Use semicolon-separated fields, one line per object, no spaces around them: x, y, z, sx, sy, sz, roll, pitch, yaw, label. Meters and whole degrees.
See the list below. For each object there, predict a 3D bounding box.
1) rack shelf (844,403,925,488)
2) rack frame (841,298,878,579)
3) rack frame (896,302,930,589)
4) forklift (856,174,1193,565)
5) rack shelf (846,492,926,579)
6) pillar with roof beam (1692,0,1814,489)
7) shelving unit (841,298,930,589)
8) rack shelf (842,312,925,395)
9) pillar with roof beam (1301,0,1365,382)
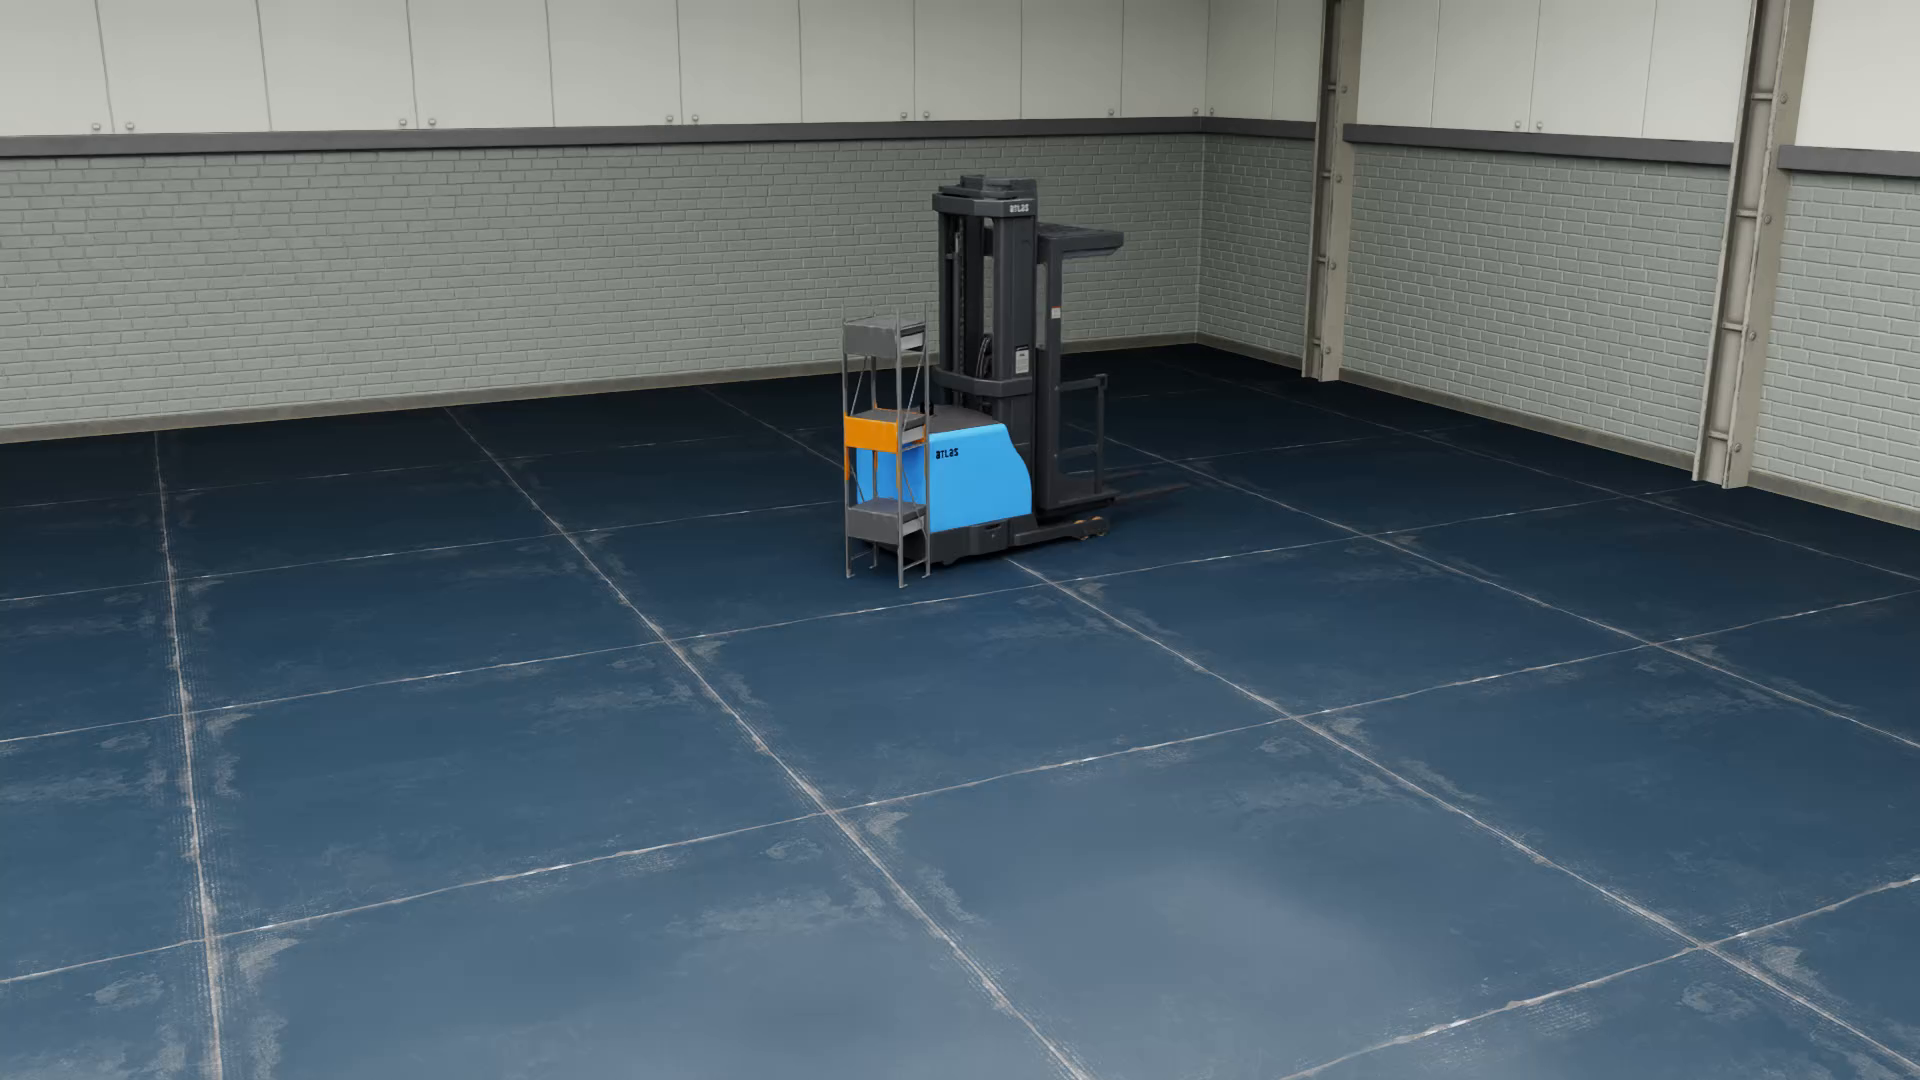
-0.549;-0.712;12.476;0.480;0.518;0.431;10;19;31;rack shelf
-0.756;-0.761;12.597;0.015;2.100;0.400;10;19;31;rack frame
-0.343;-0.690;12.347;0.015;2.100;0.400;10;19;31;rack frame
0.639;-1.511;13.704;3.031;2.935;1.130;-11;20;-35;forklift
-0.549;-0.040;12.669;0.480;0.518;0.431;10;19;31;rack shelf
3.276;-4.345;12.578;9.100;9.000;0.400;-8;18;-25;pillar with roof beam
-0.549;-0.726;12.472;0.503;2.100;0.431;10;19;31;shelving unit
-0.549;-1.385;12.283;0.480;0.518;0.431;10;19;31;rack shelf
0.648;-5.833;17.763;9.100;9.000;0.400;-8;18;-25;pillar with roof beam
